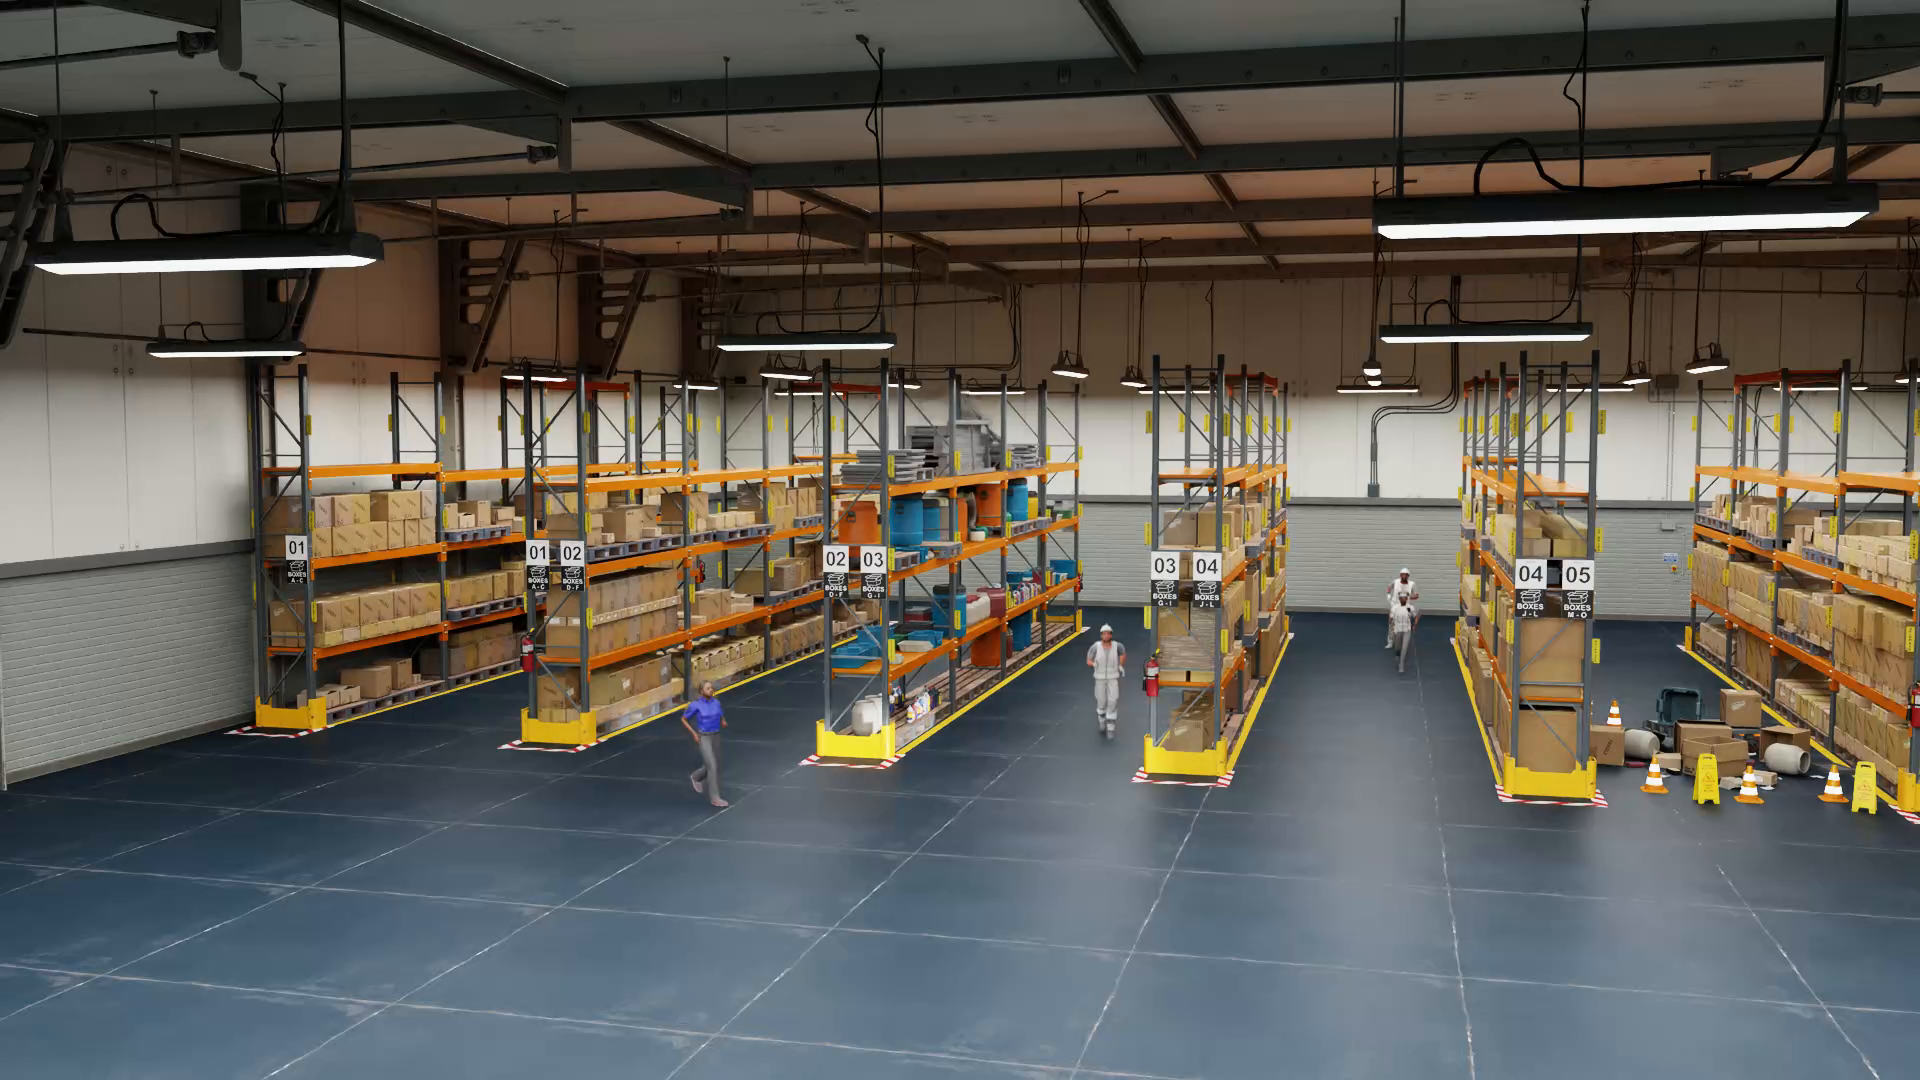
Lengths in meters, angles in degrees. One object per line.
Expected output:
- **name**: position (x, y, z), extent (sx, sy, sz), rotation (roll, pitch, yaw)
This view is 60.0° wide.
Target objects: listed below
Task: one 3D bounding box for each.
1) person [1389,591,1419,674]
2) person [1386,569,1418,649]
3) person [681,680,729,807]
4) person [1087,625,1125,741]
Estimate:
- **person**: position (9.014, 1.852, 33.791), extent (0.593, 1.660, 0.768), rotation (1, 4, 16)
- **person**: position (10.005, 1.536, 37.600), extent (0.693, 1.810, 0.879), rotation (1, 4, 16)
- **person**: position (-3.355, 2.663, 21.994), extent (0.871, 1.626, 0.587), rotation (4, 5, 43)
- **person**: position (2.348, 2.259, 26.763), extent (0.613, 1.823, 0.893), rotation (0, 4, 6)
